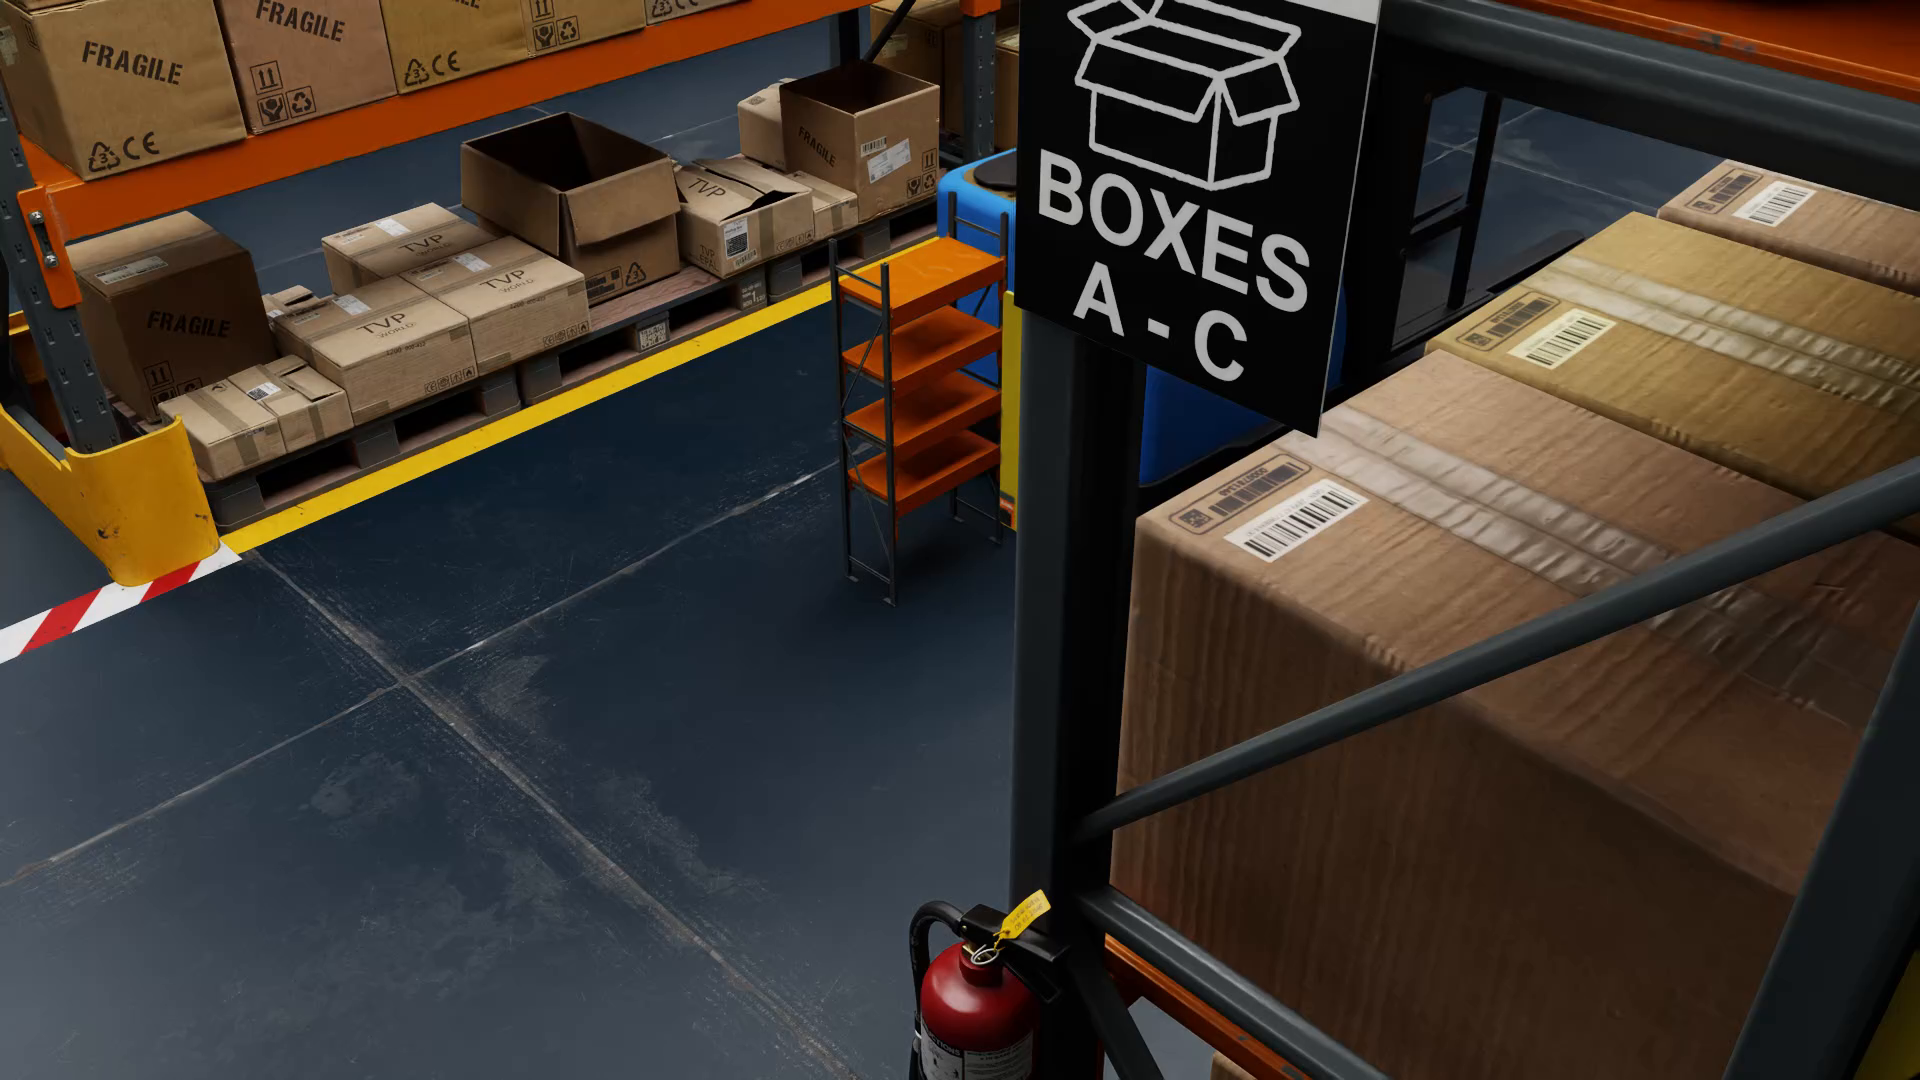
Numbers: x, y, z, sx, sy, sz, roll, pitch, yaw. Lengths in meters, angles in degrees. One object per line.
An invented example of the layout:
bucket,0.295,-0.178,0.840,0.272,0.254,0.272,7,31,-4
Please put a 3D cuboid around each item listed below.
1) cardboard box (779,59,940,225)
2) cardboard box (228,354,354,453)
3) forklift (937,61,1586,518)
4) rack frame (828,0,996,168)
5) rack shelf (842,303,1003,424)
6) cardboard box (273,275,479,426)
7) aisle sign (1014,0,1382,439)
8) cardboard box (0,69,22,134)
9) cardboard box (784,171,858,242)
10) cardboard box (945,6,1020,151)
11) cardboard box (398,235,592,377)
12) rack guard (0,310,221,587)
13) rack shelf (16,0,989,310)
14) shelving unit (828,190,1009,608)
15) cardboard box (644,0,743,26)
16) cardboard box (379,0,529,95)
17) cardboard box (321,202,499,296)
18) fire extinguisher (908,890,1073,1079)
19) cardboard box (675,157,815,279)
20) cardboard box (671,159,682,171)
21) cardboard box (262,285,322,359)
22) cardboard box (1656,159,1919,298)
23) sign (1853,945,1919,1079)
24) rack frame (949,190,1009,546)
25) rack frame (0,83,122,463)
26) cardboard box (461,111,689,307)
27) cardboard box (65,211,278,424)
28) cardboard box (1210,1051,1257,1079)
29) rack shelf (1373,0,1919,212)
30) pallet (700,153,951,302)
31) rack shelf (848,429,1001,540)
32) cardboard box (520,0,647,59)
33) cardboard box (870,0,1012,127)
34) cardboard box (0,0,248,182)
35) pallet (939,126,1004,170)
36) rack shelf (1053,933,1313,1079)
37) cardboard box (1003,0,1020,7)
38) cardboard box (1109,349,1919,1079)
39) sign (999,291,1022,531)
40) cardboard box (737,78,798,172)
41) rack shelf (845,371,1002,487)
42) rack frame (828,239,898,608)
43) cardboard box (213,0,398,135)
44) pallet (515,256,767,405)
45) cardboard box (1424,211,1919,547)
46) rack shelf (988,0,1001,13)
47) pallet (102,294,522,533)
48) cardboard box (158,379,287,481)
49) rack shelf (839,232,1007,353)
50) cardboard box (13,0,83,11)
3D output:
cardboard box,-0.437,-1.769,7.358,0.500,0.500,0.500,30,45,35
cardboard box,-2.340,-0.487,5.811,0.380,0.166,0.250,30,45,35
forklift,1.340,-1.894,5.797,3.031,2.935,1.130,-27,43,-33
rack frame,-0.237,-2.959,7.264,1.000,3.000,0.127,30,45,35
rack shelf,-0.117,-0.553,5.114,0.258,0.148,0.480,30,45,35
cardboard box,-2.119,-0.698,6.040,0.500,0.250,0.500,30,45,35
aisle sign,0.199,-0.499,1.463,0.394,0.787,0.004,30,45,35
cardboard box,-2.933,-1.668,5.326,0.500,0.500,0.500,-28,44,-34
cardboard box,-0.659,-1.449,7.206,0.380,0.149,0.250,30,45,35
cardboard box,0.277,-2.213,7.994,0.500,0.500,0.500,27,43,33
cardboard box,-1.766,-0.901,6.332,0.500,0.250,0.500,30,45,35
rack guard,-3.002,-0.341,5.695,1.175,0.500,0.348,30,45,35
rack shelf,-1.646,-1.852,6.306,1.077,0.370,4.000,30,45,35
shelving unit,-0.117,-0.425,5.204,0.258,1.200,0.503,30,45,35
cardboard box,-1.130,-2.275,6.195,0.500,0.500,0.500,-29,44,-35
cardboard box,-1.840,-1.865,5.607,0.500,0.500,0.500,29,44,35
cardboard box,-2.156,-1.082,6.591,0.500,0.250,0.500,30,45,35
fire extinguisher,0.029,0.719,2.383,0.296,0.674,0.183,30,45,35
cardboard box,-0.966,-1.387,6.976,0.500,0.311,0.500,30,45,35
cardboard box,-1.289,-1.539,7.321,0.380,0.166,0.250,30,45,35
cardboard box,-2.498,-0.802,6.263,0.380,0.166,0.250,30,45,35
cardboard box,1.863,-0.280,3.161,0.980,0.700,0.700,27,43,33
sign,0.852,0.498,1.481,0.100,0.325,0.005,30,45,35
rack frame,0.055,-0.524,5.346,0.240,1.200,0.015,30,45,35
rack frame,-3.055,-1.336,4.936,1.000,3.000,0.127,30,45,35
cardboard box,-1.557,-1.351,6.756,0.797,0.503,0.637,30,45,35
cardboard box,-2.847,-0.811,5.984,0.500,0.500,0.500,30,45,35
cardboard box,0.885,1.188,3.136,0.700,0.500,0.500,30,45,35
rack shelf,1.872,-1.088,2.587,1.077,0.370,4.000,30,45,35
pallet,-0.722,-1.537,7.663,1.003,0.211,1.213,30,45,35
rack shelf,-0.117,-0.207,5.356,0.258,0.148,0.480,30,45,35
cardboard box,-1.487,-2.067,5.897,0.500,0.500,0.500,-29,44,-35
cardboard box,-0.093,-2.430,8.307,0.500,0.500,0.500,29,44,35
cardboard box,-2.556,-1.451,5.013,0.500,0.500,0.500,-29,44,-35
pallet,0.309,-2.161,8.557,1.003,0.211,1.213,30,45,35
rack shelf,1.872,0.143,3.446,1.077,0.370,4.000,30,45,35
cardboard box,0.261,-2.628,8.589,0.500,0.500,0.500,-30,45,-35
cardboard box,0.815,0.325,2.292,0.700,0.700,0.980,-28,43,-34
sign,0.087,-0.137,1.998,0.100,0.325,0.005,30,45,35
cardboard box,-0.686,-1.954,7.788,0.500,0.311,0.500,30,45,35
rack shelf,-0.117,-0.370,5.242,0.258,0.148,0.480,30,45,35
rack frame,-0.289,-0.326,5.062,0.240,1.200,0.015,30,45,35
cardboard box,-2.196,-1.662,5.317,0.500,0.500,0.500,29,44,35
pallet,-1.581,-1.040,6.949,1.003,0.211,1.213,30,45,35
cardboard box,1.320,0.025,2.722,0.980,0.700,0.700,29,44,35
rack shelf,1.172,-3.476,8.634,1.077,0.370,4.000,30,45,35
pallet,-2.441,-0.547,6.243,1.003,0.211,1.213,30,45,35
cardboard box,-2.516,-0.378,5.671,0.380,0.149,0.250,30,45,35
rack shelf,-0.117,-0.747,4.979,0.258,0.148,0.480,30,45,35
cardboard box,-2.556,-1.861,4.727,0.500,0.500,0.500,-28,44,-34
